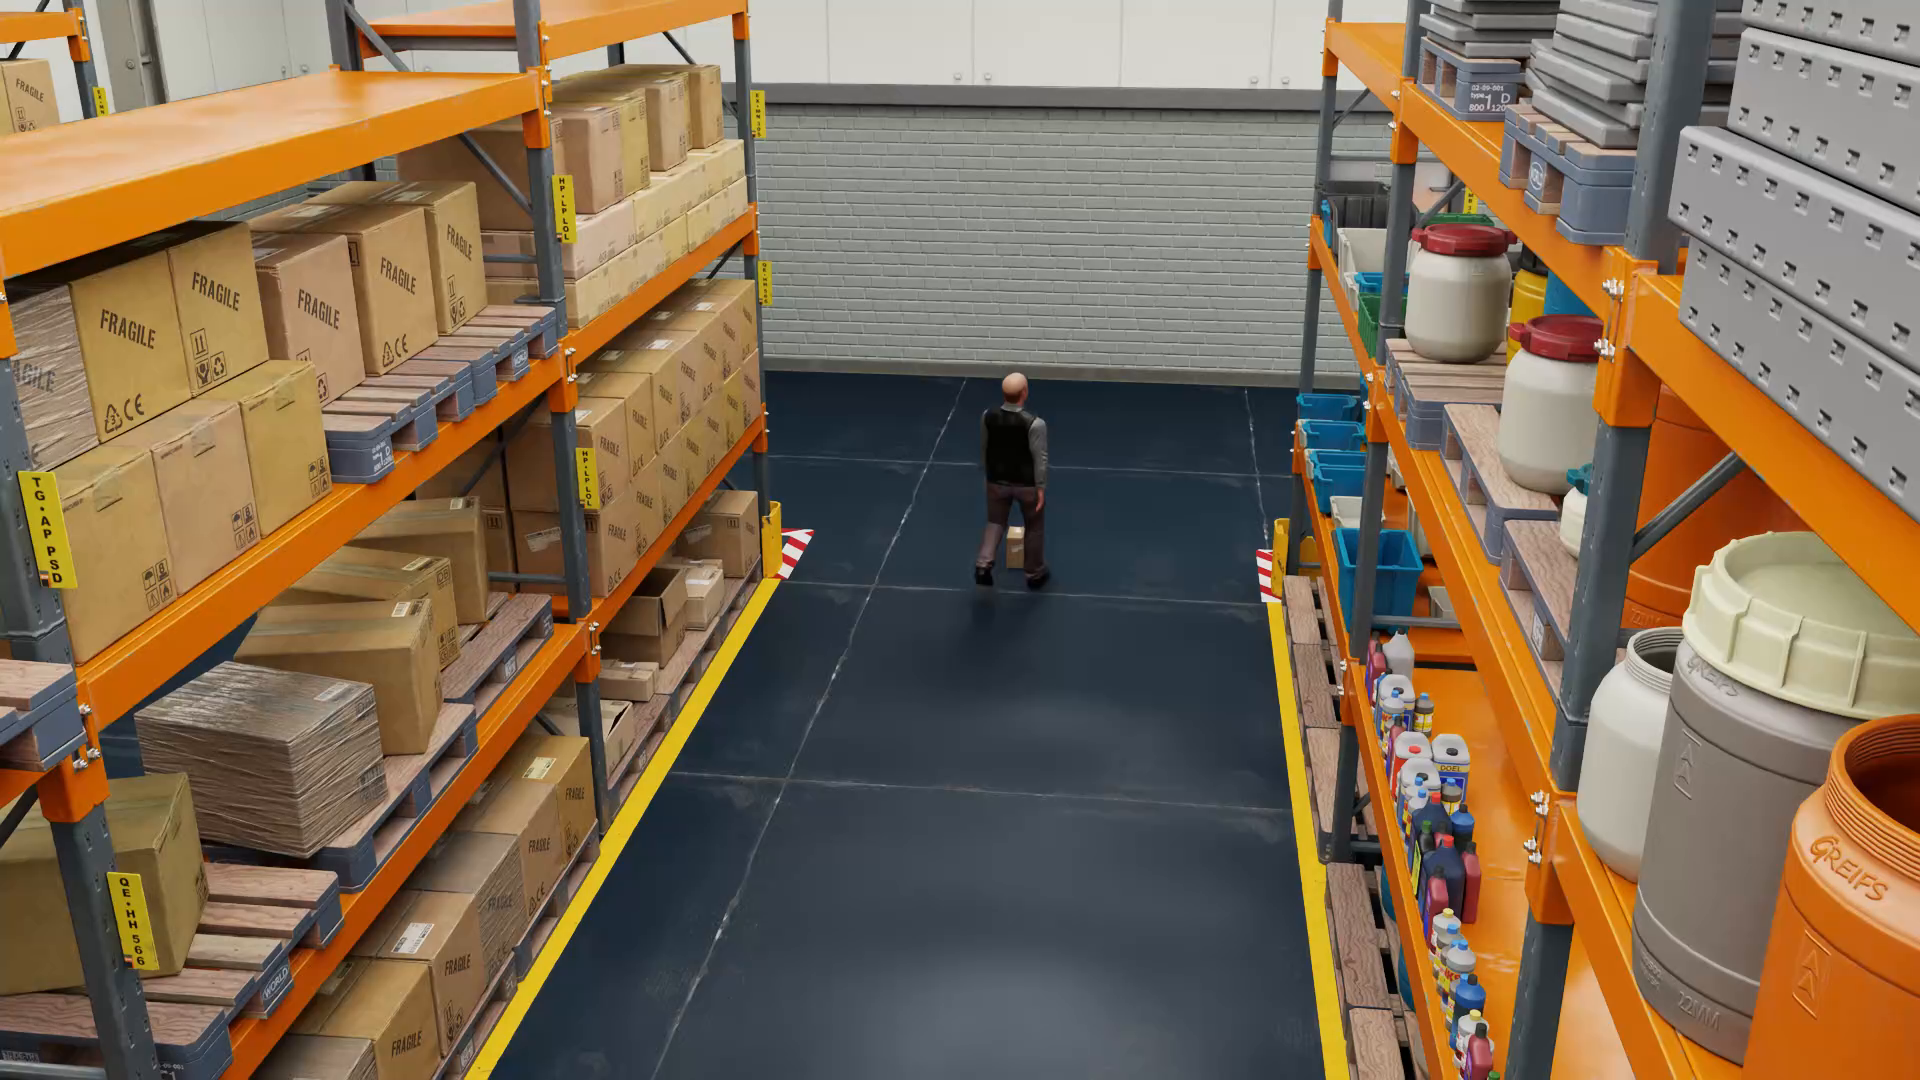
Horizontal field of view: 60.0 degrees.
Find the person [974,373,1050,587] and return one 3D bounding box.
[{"bbox_3d":[0.417,-0.424,12.196,0.540,1.701,0.783,8,22,19],"label":"person"}]
